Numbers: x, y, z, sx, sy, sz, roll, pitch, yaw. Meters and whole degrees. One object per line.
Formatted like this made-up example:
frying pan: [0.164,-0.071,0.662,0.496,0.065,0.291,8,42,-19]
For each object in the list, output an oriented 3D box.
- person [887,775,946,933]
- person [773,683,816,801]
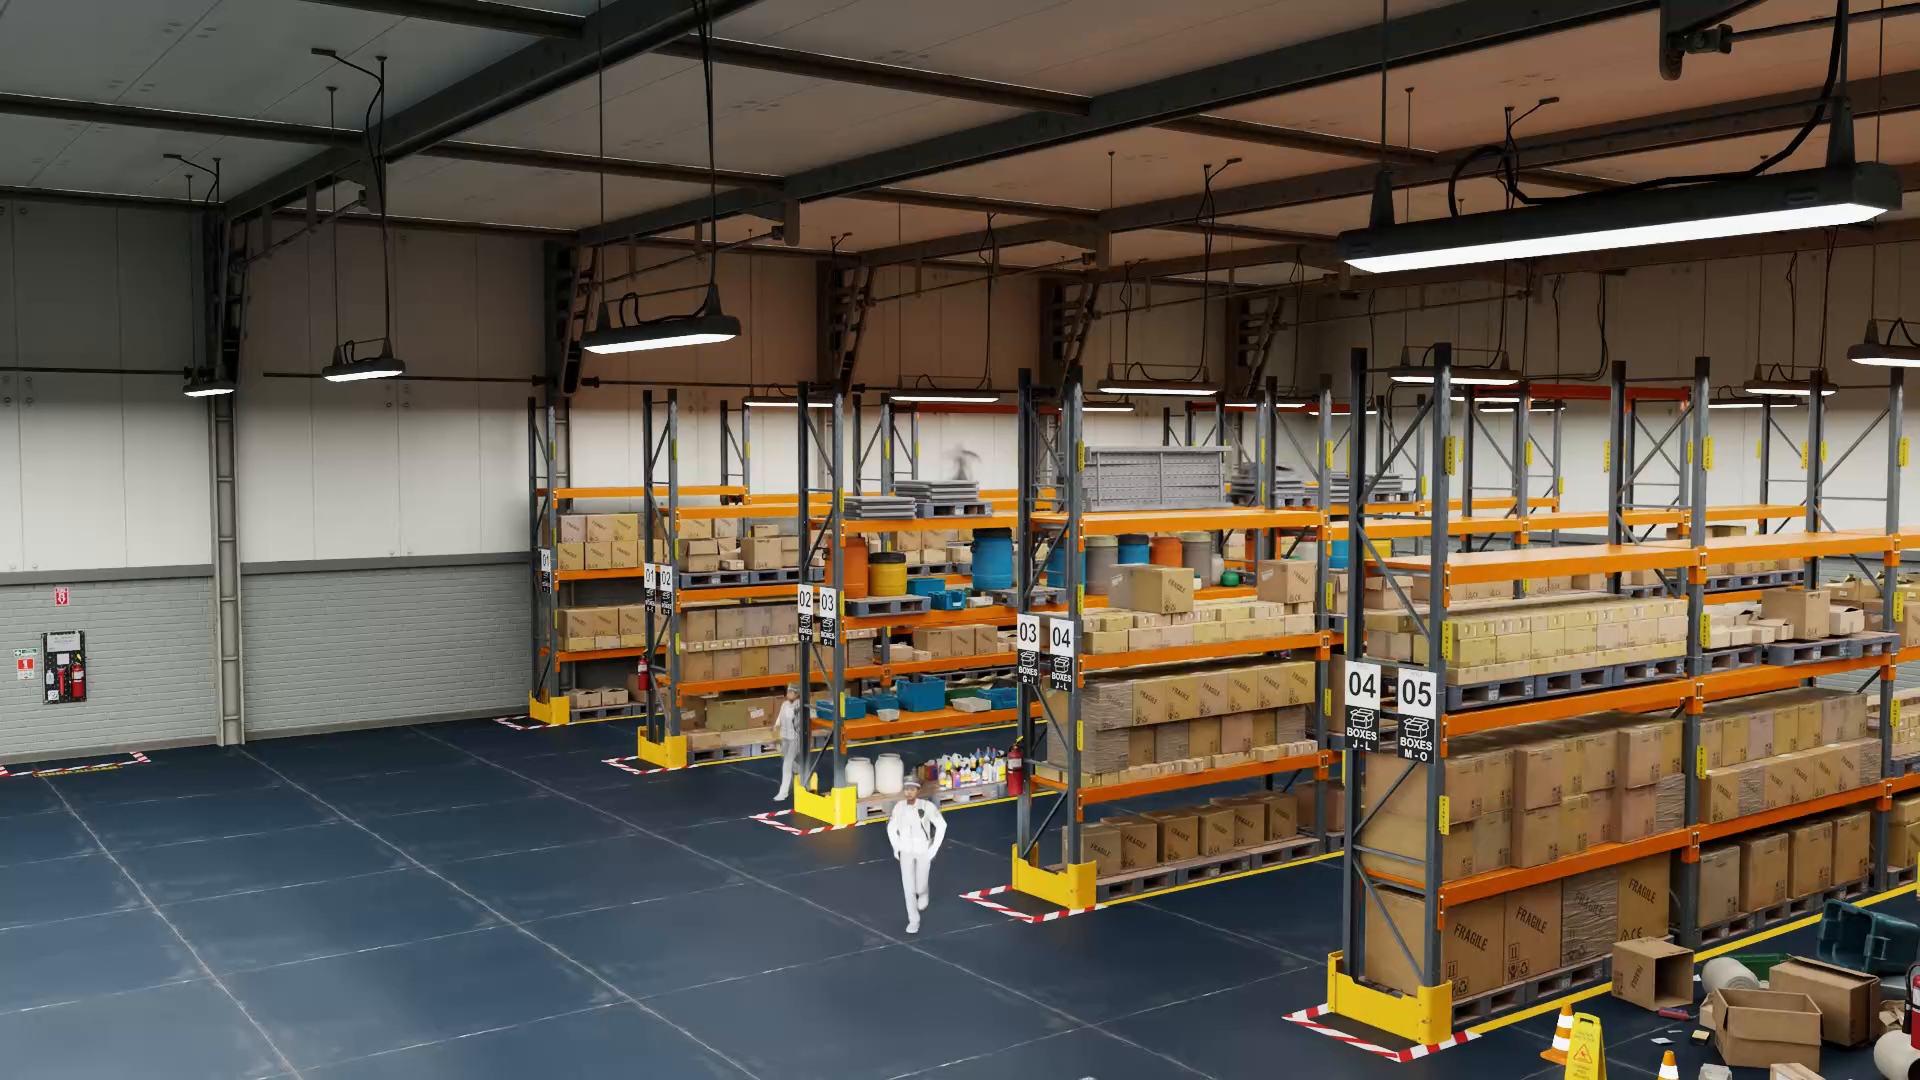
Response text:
person: [-0.460,3.294,17.632,0.629,1.665,0.631,1,3,11]
person: [-2.393,2.902,24.174,0.627,1.700,0.816,2,4,36]
